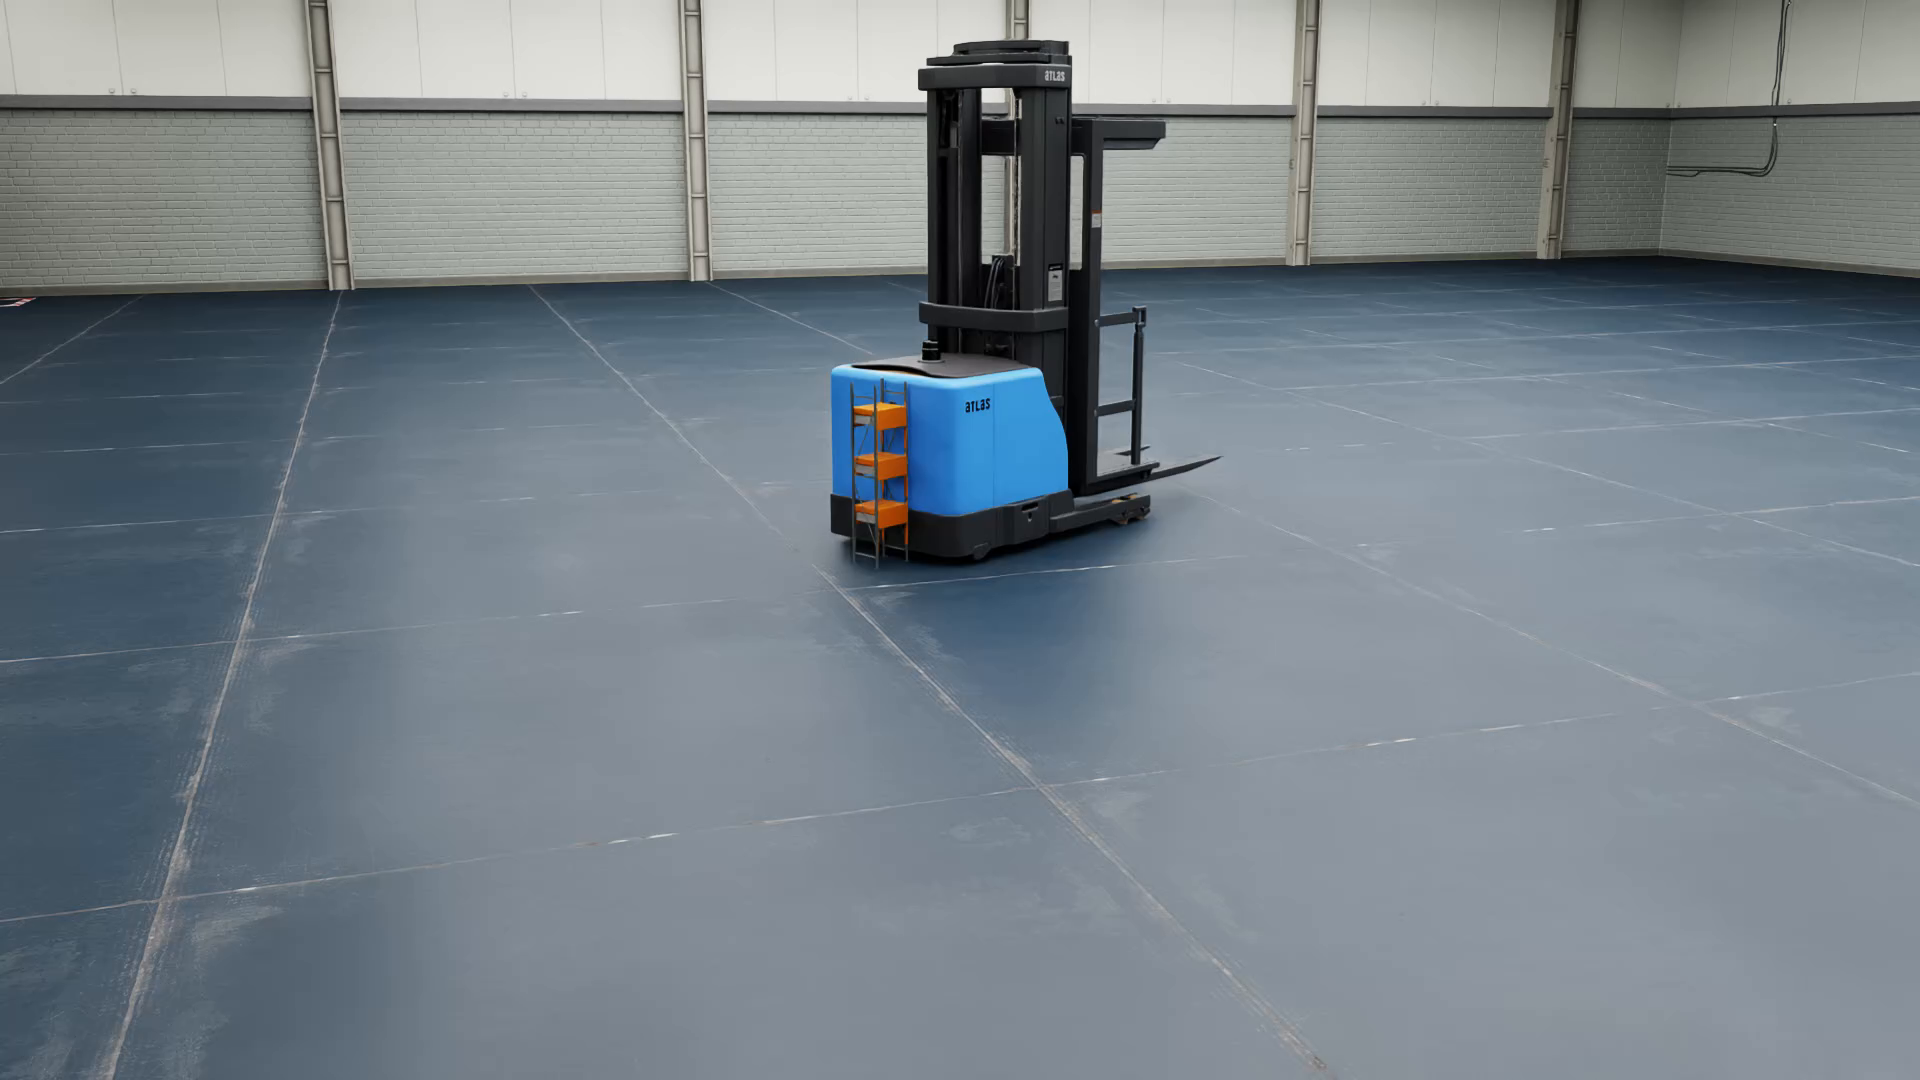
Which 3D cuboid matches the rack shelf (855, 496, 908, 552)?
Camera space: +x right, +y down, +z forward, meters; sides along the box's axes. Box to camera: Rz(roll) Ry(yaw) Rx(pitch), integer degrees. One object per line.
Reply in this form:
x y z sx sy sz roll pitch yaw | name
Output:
-0.456 -0.095 9.520 0.215 0.259 0.240 12 18 40 | rack shelf

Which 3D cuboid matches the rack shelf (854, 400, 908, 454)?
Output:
-0.456 -0.641 9.390 0.215 0.259 0.240 12 18 40 | rack shelf

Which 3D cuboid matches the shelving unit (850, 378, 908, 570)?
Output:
-0.456 -0.376 9.453 0.215 1.050 0.252 12 18 40 | shelving unit

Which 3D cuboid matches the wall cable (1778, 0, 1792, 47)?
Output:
16.521 -10.613 31.110 0.112 2.526 3.097 -4 14 -18 | wall cable

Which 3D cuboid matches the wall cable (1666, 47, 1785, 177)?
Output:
15.658 -8.749 34.189 0.112 2.526 3.097 -4 14 -18 | wall cable

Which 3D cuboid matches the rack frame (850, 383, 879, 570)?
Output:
-0.538 -0.355 9.365 0.200 1.050 0.008 12 18 40 | rack frame

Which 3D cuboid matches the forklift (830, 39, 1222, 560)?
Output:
0.576 -1.588 10.484 1.130 2.935 3.031 12 18 40 | forklift

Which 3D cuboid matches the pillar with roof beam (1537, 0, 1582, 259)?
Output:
13.817 -9.388 30.165 0.400 9.000 9.100 -4 14 -18 | pillar with roof beam

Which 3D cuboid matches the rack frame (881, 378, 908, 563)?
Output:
-0.375 -0.397 9.542 0.200 1.050 0.008 12 18 40 | rack frame

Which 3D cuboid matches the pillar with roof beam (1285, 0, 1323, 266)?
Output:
8.131 -8.945 28.303 0.400 9.000 9.100 -4 14 -18 | pillar with roof beam

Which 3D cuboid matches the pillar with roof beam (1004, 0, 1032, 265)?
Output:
2.444 -8.502 26.442 0.400 9.000 9.100 -4 14 -18 | pillar with roof beam

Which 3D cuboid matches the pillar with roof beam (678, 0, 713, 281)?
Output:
-3.243 -8.060 24.580 0.400 9.000 9.100 -4 14 -18 | pillar with roof beam

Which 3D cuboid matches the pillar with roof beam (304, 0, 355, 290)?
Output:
-8.929 -7.617 22.718 0.400 9.000 9.100 -4 14 -18 | pillar with roof beam

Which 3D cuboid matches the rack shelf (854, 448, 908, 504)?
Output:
-0.456 -0.365 9.456 0.215 0.259 0.240 12 18 40 | rack shelf
